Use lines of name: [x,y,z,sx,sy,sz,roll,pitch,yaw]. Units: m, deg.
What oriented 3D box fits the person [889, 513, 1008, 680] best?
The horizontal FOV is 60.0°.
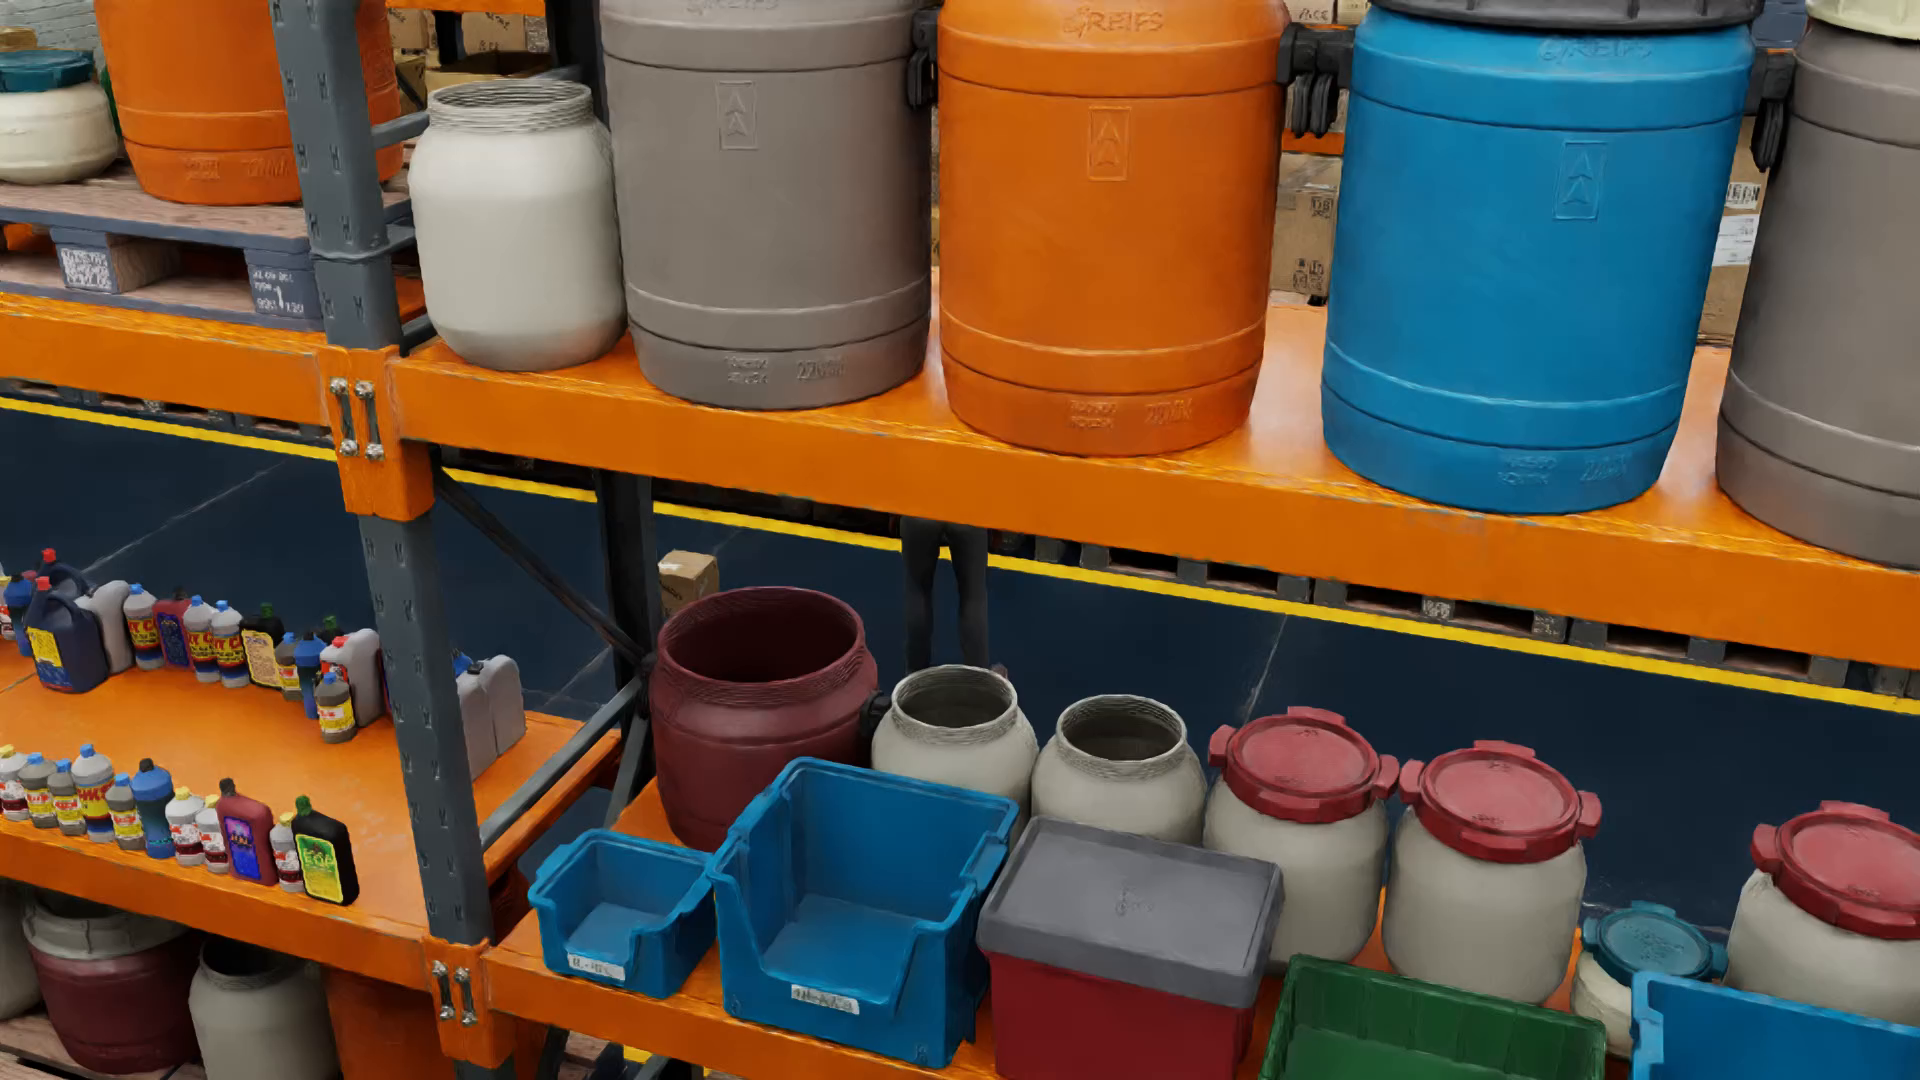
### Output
person: [-0.046,-0.116,7.299,0.535,1.666,0.437,-1,26,-2]
